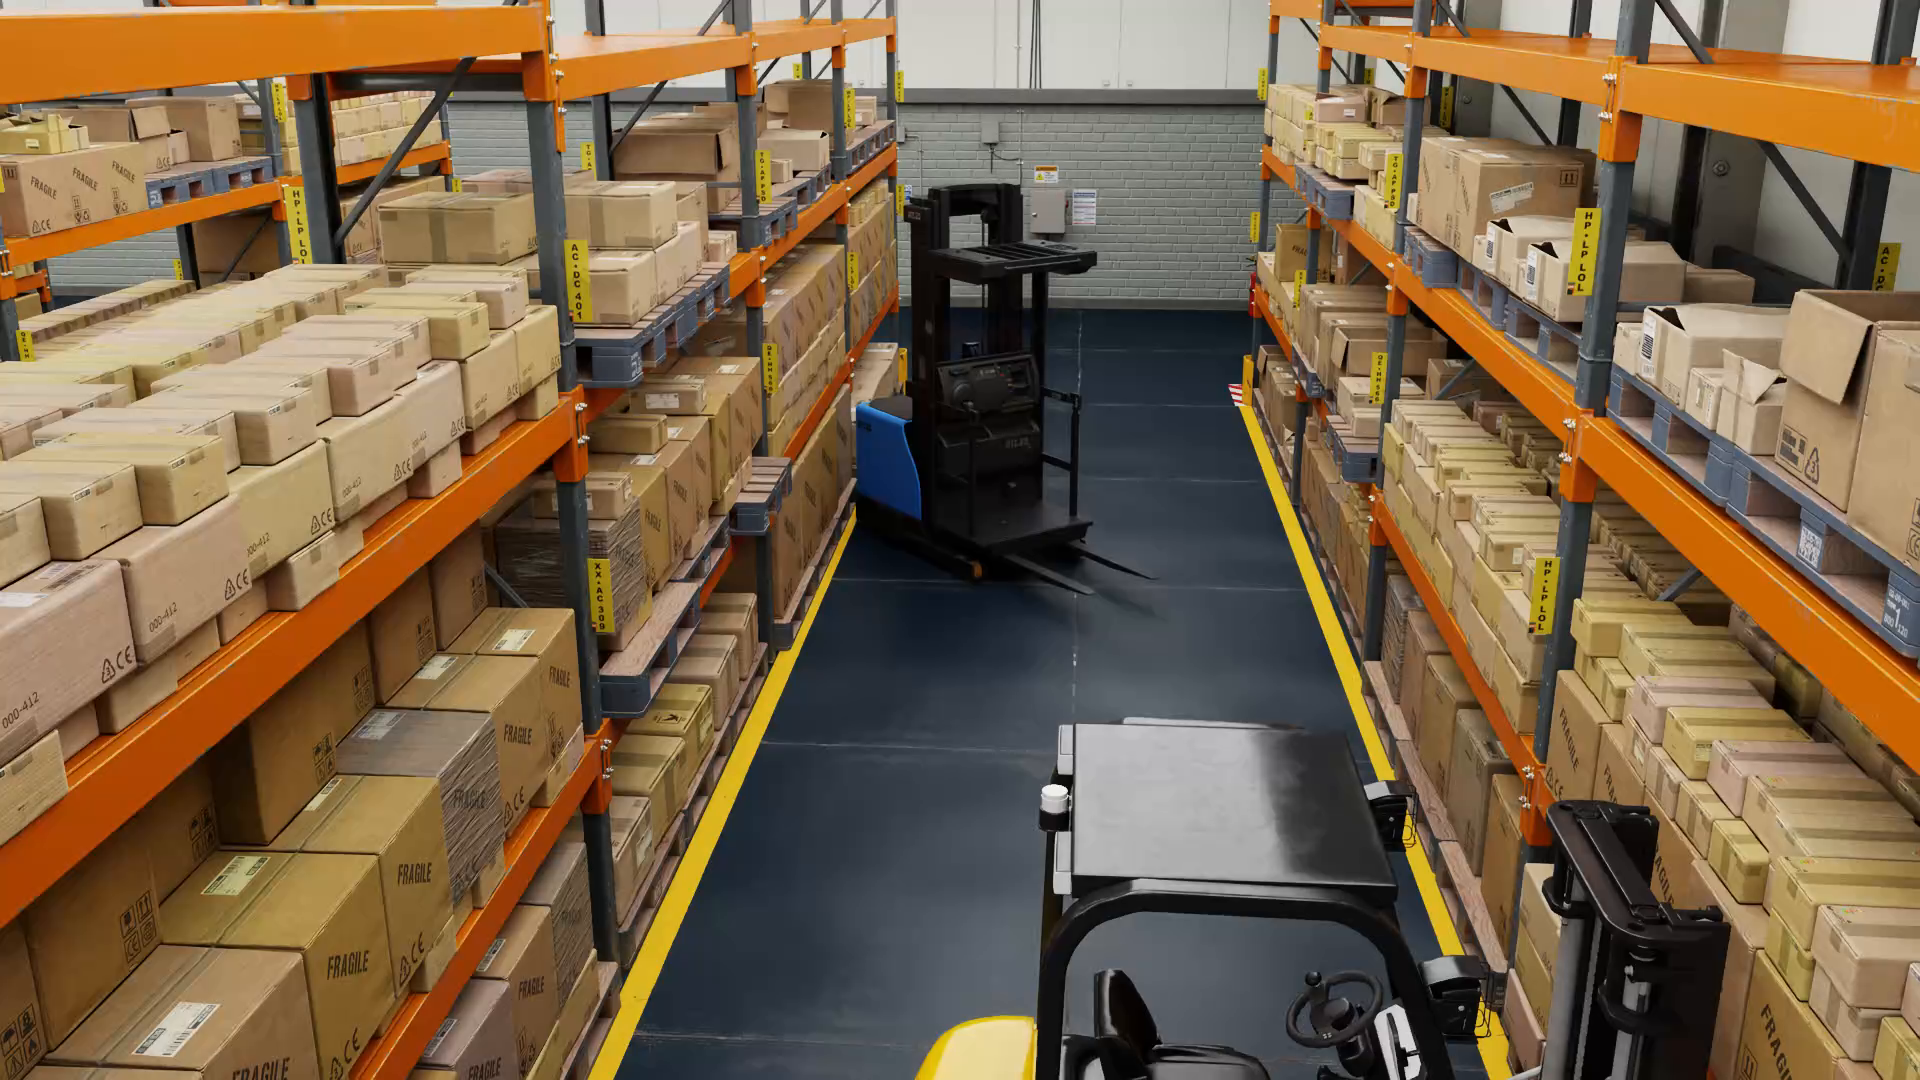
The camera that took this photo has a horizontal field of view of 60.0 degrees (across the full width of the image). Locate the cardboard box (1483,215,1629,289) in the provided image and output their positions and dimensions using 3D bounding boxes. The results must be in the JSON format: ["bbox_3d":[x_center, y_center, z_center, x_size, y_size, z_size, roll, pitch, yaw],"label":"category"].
[{"bbox_3d":[2.758,-1.353,7.725,0.500,0.311,0.500,1,18,2],"label":"cardboard box"}]

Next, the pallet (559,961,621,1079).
[{"bbox_3d":[-2.070,2.171,6.959,1.003,0.211,1.213,1,18,4],"label":"pallet"}]

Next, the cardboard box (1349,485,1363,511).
[{"bbox_3d":[3.097,-0.300,12.319,0.380,0.149,0.250,1,18,3],"label":"cardboard box"}]

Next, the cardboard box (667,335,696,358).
[{"bbox_3d":[-1.994,-1.295,11.291,0.500,0.500,0.500,1,18,2],"label":"cardboard box"}]

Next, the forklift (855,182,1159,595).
[{"bbox_3d":[0.352,-1.233,12.979,1.130,2.935,3.031,-12,22,-33],"label":"forklift"}]

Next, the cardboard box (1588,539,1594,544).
[{"bbox_3d":[3.281,0.113,8.199,0.500,0.250,0.500,1,18,3],"label":"cardboard box"}]

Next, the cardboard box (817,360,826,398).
[{"bbox_3d":[-1.357,-1.318,13.367,0.500,0.250,0.500,1,18,2],"label":"cardboard box"}]

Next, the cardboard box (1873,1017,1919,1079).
[{"bbox_3d":[2.450,1.283,3.989,0.380,0.149,0.250,1,18,4],"label":"cardboard box"}]

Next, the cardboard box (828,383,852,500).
[{"bbox_3d":[-1.448,-0.844,14.418,0.875,0.875,0.875,2,18,6],"label":"cardboard box"}]

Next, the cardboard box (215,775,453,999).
[{"bbox_3d":[-1.935,1.072,5.197,0.500,0.500,0.500,1,18,3],"label":"cardboard box"}]

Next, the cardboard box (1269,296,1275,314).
[{"bbox_3d":[3.315,-2.366,16.731,0.380,0.149,0.250,1,18,2],"label":"cardboard box"}]

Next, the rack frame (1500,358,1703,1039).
[{"bbox_3d":[2.894,0.746,6.829,1.000,3.000,0.127,1,18,4],"label":"rack frame"}]

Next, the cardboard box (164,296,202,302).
[{"bbox_3d":[-6.319,-1.916,13.726,0.380,0.149,0.250,1,18,4],"label":"cardboard box"}]

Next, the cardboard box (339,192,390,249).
[{"bbox_3d":[-6.025,-3.203,16.635,0.500,0.500,0.500,1,18,2],"label":"cardboard box"}]

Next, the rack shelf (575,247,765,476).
[{"bbox_3d":[-1.913,-1.068,8.704,1.077,0.370,4.000,1,18,4],"label":"rack shelf"}]

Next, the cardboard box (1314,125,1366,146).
[{"bbox_3d":[3.000,-3.188,13.108,0.380,0.149,0.250,1,18,3],"label":"cardboard box"}]

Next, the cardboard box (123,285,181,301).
[{"bbox_3d":[-6.929,-2.091,14.262,0.380,0.149,0.250,2,18,5],"label":"cardboard box"}]

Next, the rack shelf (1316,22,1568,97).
[{"bbox_3d":[3.325,-3.436,11.756,1.077,0.370,4.000,1,18,4],"label":"rack shelf"}]

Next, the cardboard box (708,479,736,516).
[{"bbox_3d":[-1.511,-0.251,9.601,0.380,0.149,0.250,2,18,5],"label":"cardboard box"}]

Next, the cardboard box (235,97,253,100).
[{"bbox_3d":[-6.694,-3.971,15.205,0.380,0.149,0.250,1,18,4],"label":"cardboard box"}]

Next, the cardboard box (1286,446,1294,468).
[{"bbox_3d":[3.215,-0.763,15.338,0.380,0.149,0.250,1,18,2],"label":"cardboard box"}]

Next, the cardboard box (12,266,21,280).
[{"bbox_3d":[-10.795,-2.994,18.645,0.380,0.149,0.250,1,18,4],"label":"cardboard box"}]

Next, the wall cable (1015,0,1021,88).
[{"bbox_3d":[-0.320,-7.697,22.960,2.355,3.000,0.029,1,18,4],"label":"wall cable"}]

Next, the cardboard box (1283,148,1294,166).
[{"bbox_3d":[3.280,-3.642,15.806,0.380,0.149,0.250,2,18,5],"label":"cardboard box"}]

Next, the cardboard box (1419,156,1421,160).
[{"bbox_3d":[3.035,-2.374,10.656,0.380,0.149,0.250,1,18,2],"label":"cardboard box"}]

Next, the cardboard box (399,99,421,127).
[{"bbox_3d":[-5.956,-4.454,17.319,0.500,0.250,0.500,1,18,2],"label":"cardboard box"}]

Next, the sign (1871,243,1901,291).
[{"bbox_3d":[3.448,-0.951,6.232,0.100,0.325,0.005,1,18,4],"label":"sign"}]

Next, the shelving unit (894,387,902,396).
[{"bbox_3d":[-0.473,-0.809,14.692,0.215,1.050,0.252,-1,16,-5],"label":"shelving unit"}]

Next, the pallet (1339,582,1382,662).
[{"bbox_3d":[3.272,0.598,11.759,1.003,0.211,1.213,1,18,4],"label":"pallet"}]

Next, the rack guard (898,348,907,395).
[{"bbox_3d":[-1.195,-1.910,18.949,1.175,0.500,0.348,1,18,4],"label":"rack guard"}]

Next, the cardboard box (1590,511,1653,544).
[{"bbox_3d":[3.265,-0.030,7.996,0.380,0.149,0.250,1,18,4],"label":"cardboard box"}]

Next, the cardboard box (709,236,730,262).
[{"bbox_3d":[-1.593,-1.732,9.978,0.380,0.149,0.250,1,18,4],"label":"cardboard box"}]

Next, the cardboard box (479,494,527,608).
[{"bbox_3d":[-2.253,0.099,7.490,0.500,0.500,0.500,1,18,3],"label":"cardboard box"}]

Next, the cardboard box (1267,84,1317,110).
[{"bbox_3d":[3.472,-4.582,17.231,0.500,0.250,0.500,1,18,3],"label":"cardboard box"}]

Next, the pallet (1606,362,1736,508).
[{"bbox_3d":[2.859,-0.372,5.565,1.003,0.211,1.213,1,18,4],"label":"pallet"}]

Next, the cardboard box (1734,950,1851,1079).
[{"bbox_3d":[2.464,1.462,4.483,0.500,0.500,0.500,1,18,3],"label":"cardboard box"}]

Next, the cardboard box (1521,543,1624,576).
[{"bbox_3d":[2.768,0.124,7.525,0.380,0.149,0.250,1,18,4],"label":"cardboard box"}]

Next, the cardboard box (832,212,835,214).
[{"bbox_3d":[-1.223,-2.932,15.245,0.380,0.149,0.250,1,18,3],"label":"cardboard box"}]

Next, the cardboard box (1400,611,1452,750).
[{"bbox_3d":[3.084,0.829,9.714,0.875,0.625,0.625,2,18,6],"label":"cardboard box"}]

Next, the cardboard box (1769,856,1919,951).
[{"bbox_3d":[2.415,0.977,4.445,0.380,0.149,0.250,2,18,5],"label":"cardboard box"}]

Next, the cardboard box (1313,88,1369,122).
[{"bbox_3d":[3.098,-3.544,13.530,0.396,0.266,0.258,1,18,3],"label":"cardboard box"}]

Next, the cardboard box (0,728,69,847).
[{"bbox_3d":[-1.996,0.477,3.236,0.380,0.149,0.250,1,18,4],"label":"cardboard box"}]

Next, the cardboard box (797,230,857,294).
[{"bbox_3d":[-1.208,-2.513,15.010,0.500,0.500,0.500,1,18,4],"label":"cardboard box"}]

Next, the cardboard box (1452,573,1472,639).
[{"bbox_3d":[2.766,0.345,8.293,0.500,0.250,0.500,1,18,4],"label":"cardboard box"}]

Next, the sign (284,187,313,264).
[{"bbox_3d":[-2.611,-1.233,6.589,0.100,0.325,0.005,1,18,4],"label":"sign"}]

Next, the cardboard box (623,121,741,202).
[{"bbox_3d":[-1.889,-2.590,11.358,0.700,0.500,0.500,0,18,1],"label":"cardboard box"}]

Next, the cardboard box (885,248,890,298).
[{"bbox_3d":[-1.018,-2.827,17.572,0.500,0.500,0.500,1,18,3],"label":"cardboard box"}]

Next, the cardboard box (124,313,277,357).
[{"bbox_3d":[-2.435,-0.636,5.351,0.380,0.149,0.250,1,18,2],"label":"cardboard box"}]

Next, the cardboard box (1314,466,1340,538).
[{"bbox_3d":[3.140,-0.285,13.314,0.500,0.500,0.500,1,18,2],"label":"cardboard box"}]

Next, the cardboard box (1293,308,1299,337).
[{"bbox_3d":[3.261,-1.972,14.888,0.500,0.250,0.500,2,18,5],"label":"cardboard box"}]

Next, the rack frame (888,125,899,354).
[{"bbox_3d":[-1.196,-3.090,18.537,1.000,3.000,0.127,1,18,4],"label":"rack frame"}]

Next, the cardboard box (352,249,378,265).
[{"bbox_3d":[-6.041,-2.574,16.322,0.500,0.500,0.500,1,18,3],"label":"cardboard box"}]

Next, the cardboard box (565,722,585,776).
[{"bbox_3d":[-1.776,0.862,6.877,0.380,0.149,0.250,1,18,3],"label":"cardboard box"}]

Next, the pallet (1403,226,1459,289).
[{"bbox_3d":[3.222,-1.619,9.533,1.213,0.211,1.003,2,18,6],"label":"pallet"}]

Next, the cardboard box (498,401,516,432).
[{"bbox_3d":[-1.881,-0.488,6.182,0.380,0.149,0.250,2,18,5],"label":"cardboard box"}]

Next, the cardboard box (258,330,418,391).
[{"bbox_3d":[-1.888,-0.541,5.062,0.380,0.149,0.250,1,18,5],"label":"cardboard box"}]
